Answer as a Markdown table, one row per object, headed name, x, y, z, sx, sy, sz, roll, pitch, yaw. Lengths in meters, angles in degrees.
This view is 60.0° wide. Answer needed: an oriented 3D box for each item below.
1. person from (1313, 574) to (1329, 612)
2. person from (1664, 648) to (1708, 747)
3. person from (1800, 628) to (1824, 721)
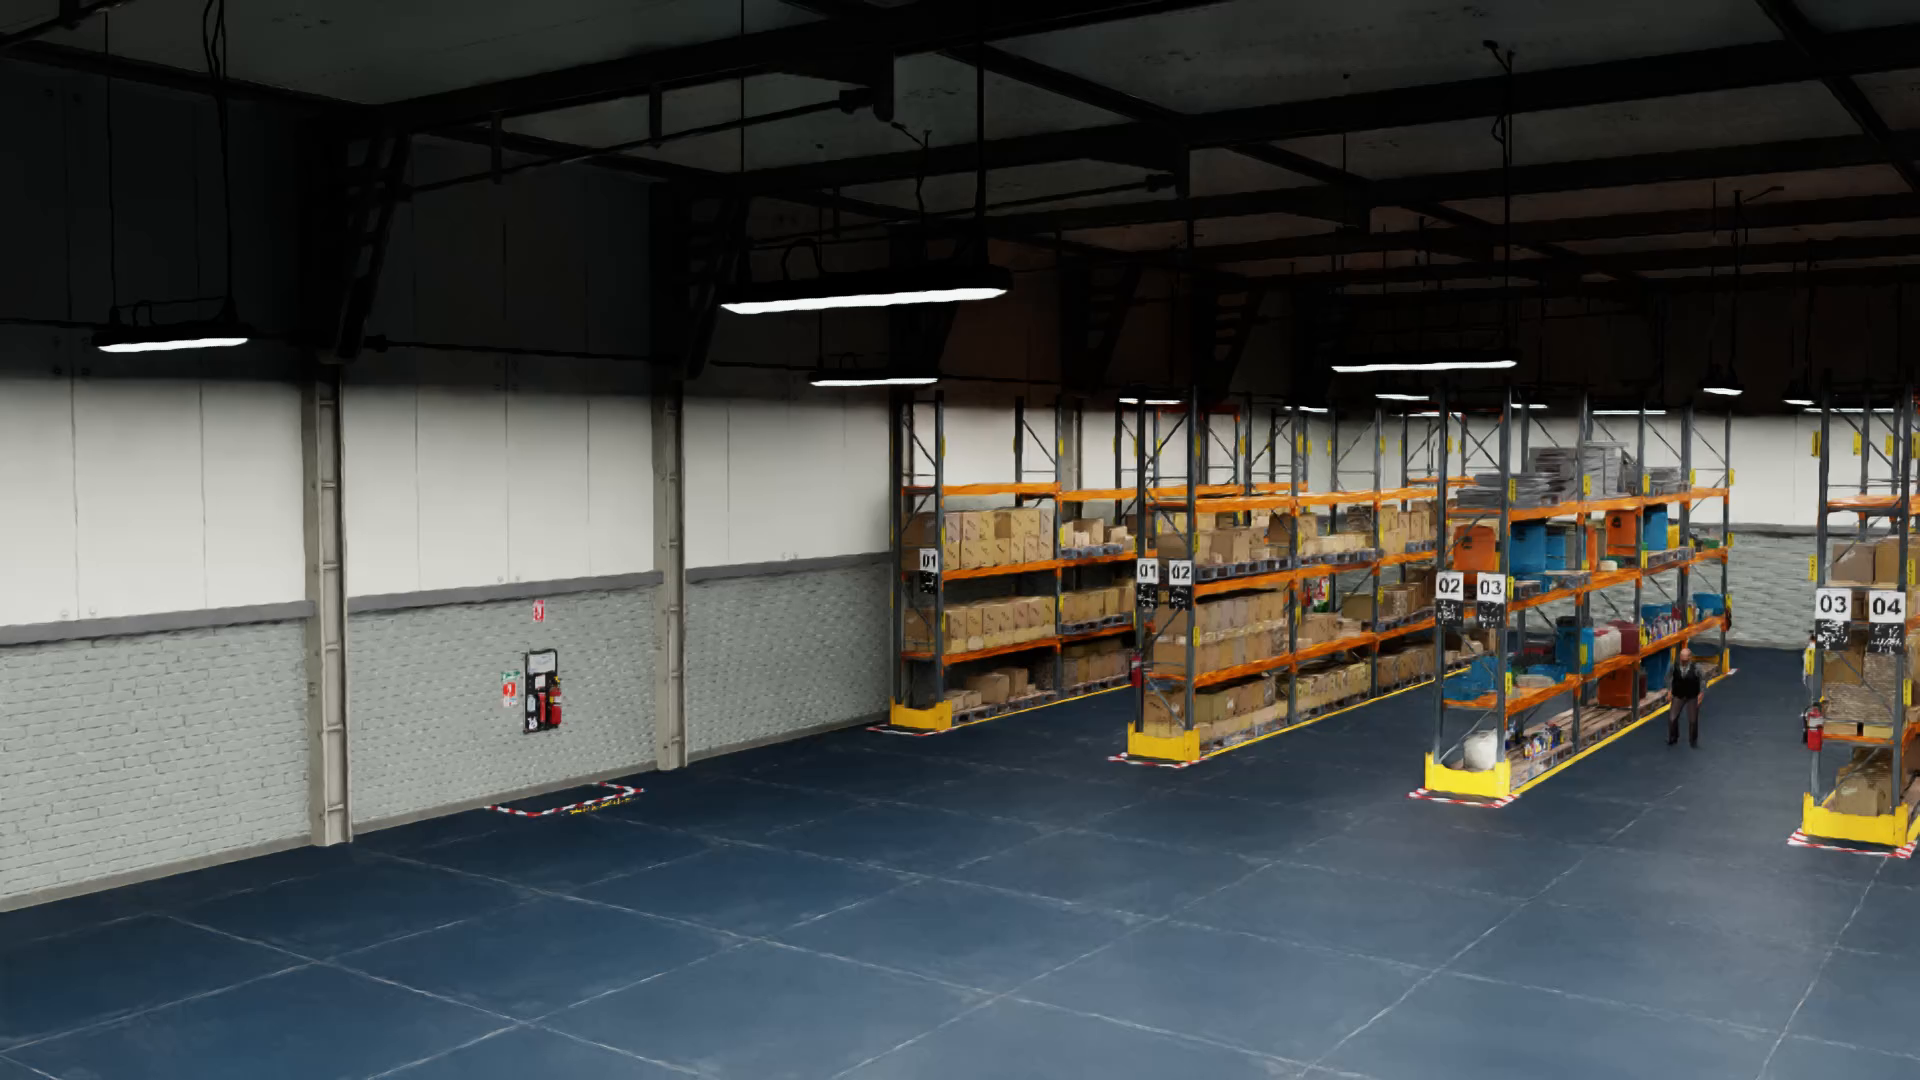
| name | x | y | z | sx | sy | sz | roll | pitch | yaw |
| --- | --- | --- | --- | --- | --- | --- | --- | --- | --- |
| person | 9.545 | 1.616 | 44.182 | 0.697 | 1.780 | 0.460 | -1 | 4 | -24 |
| person | 12.086 | 2.601 | 27.708 | 0.677 | 1.649 | 0.534 | 2 | 4 | 33 |
| person | 15.576 | 2.447 | 30.347 | 0.585 | 1.663 | 0.550 | -2 | 4 | -33 |
